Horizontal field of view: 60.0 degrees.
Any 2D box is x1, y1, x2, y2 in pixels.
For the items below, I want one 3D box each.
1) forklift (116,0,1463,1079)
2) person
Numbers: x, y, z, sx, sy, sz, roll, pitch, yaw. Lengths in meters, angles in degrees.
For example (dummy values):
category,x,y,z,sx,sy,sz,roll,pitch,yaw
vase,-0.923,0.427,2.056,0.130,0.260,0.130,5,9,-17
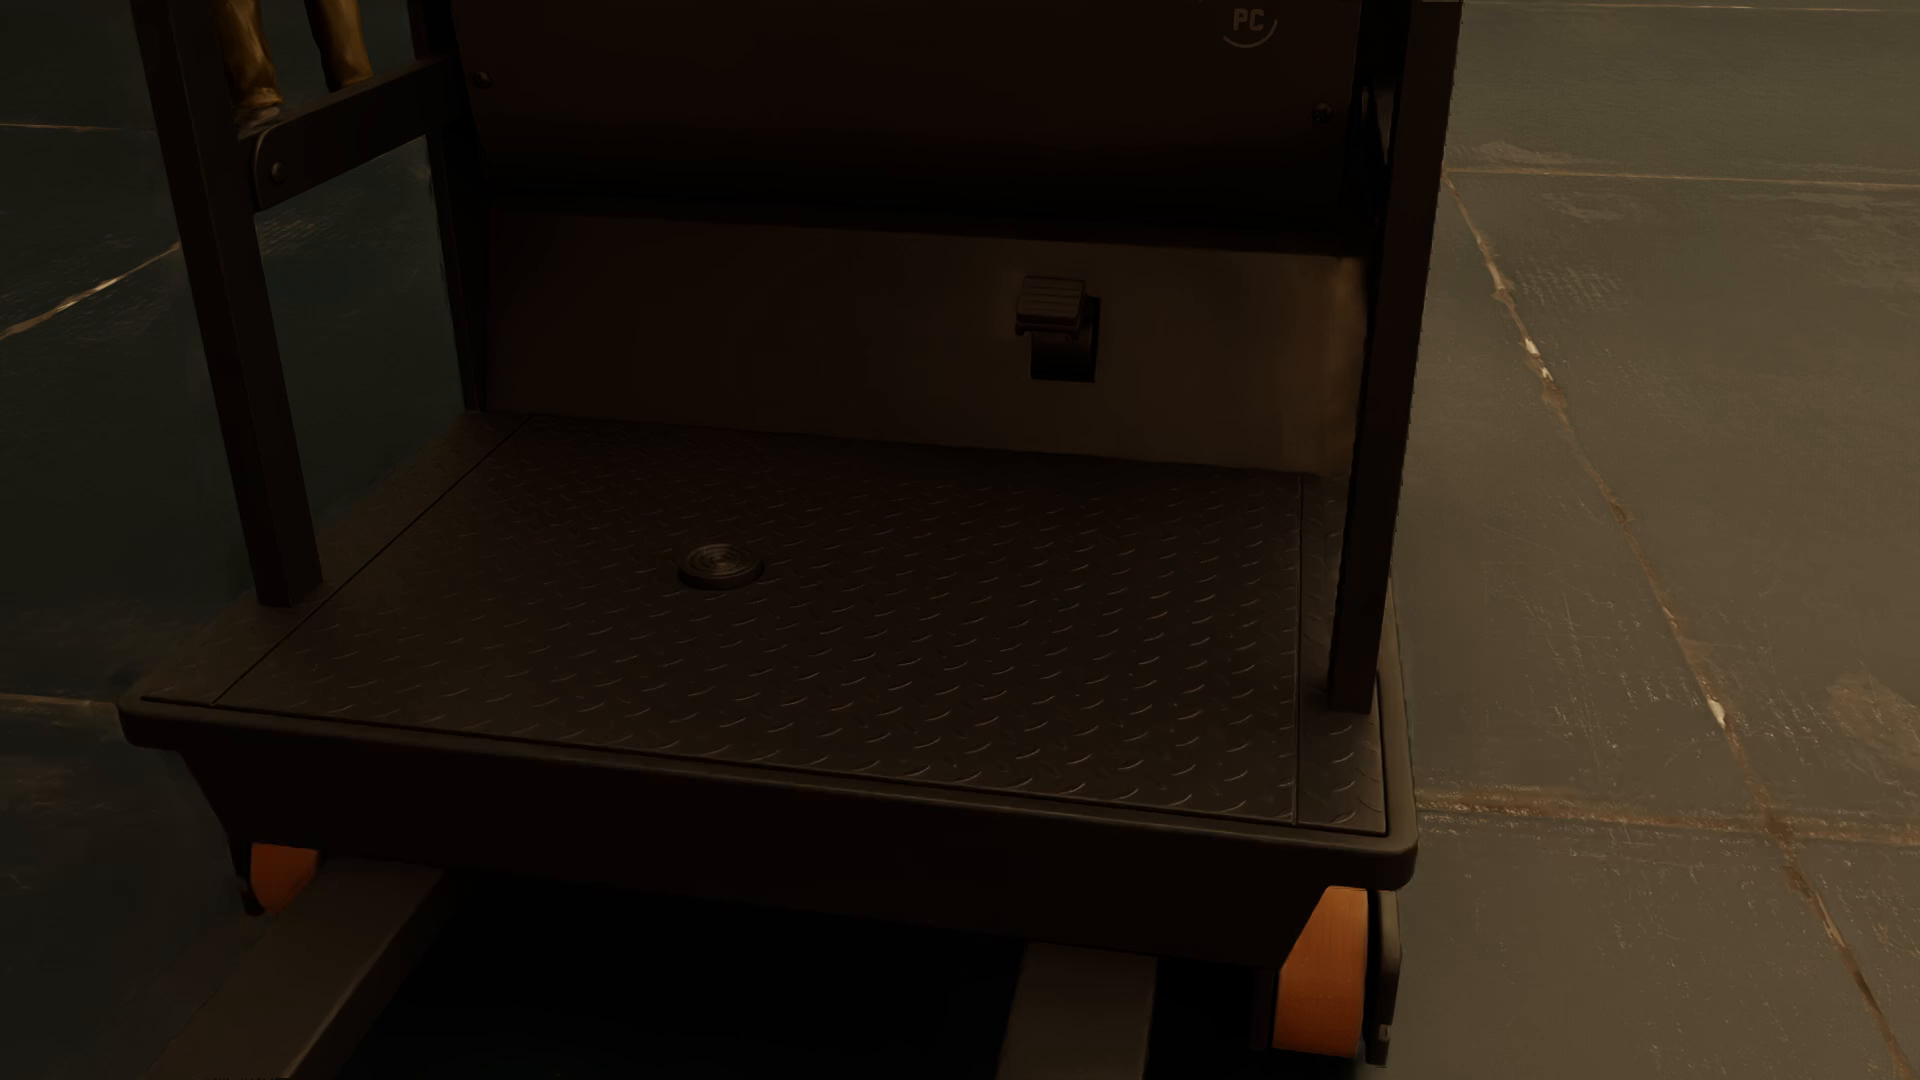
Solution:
category,x,y,z,sx,sy,sz,roll,pitch,yaw
forklift,-0.105,-1.012,1.246,1.130,2.935,3.031,5,27,10
person,-2.003,-2.050,4.625,0.644,1.774,0.437,-18,31,-31
